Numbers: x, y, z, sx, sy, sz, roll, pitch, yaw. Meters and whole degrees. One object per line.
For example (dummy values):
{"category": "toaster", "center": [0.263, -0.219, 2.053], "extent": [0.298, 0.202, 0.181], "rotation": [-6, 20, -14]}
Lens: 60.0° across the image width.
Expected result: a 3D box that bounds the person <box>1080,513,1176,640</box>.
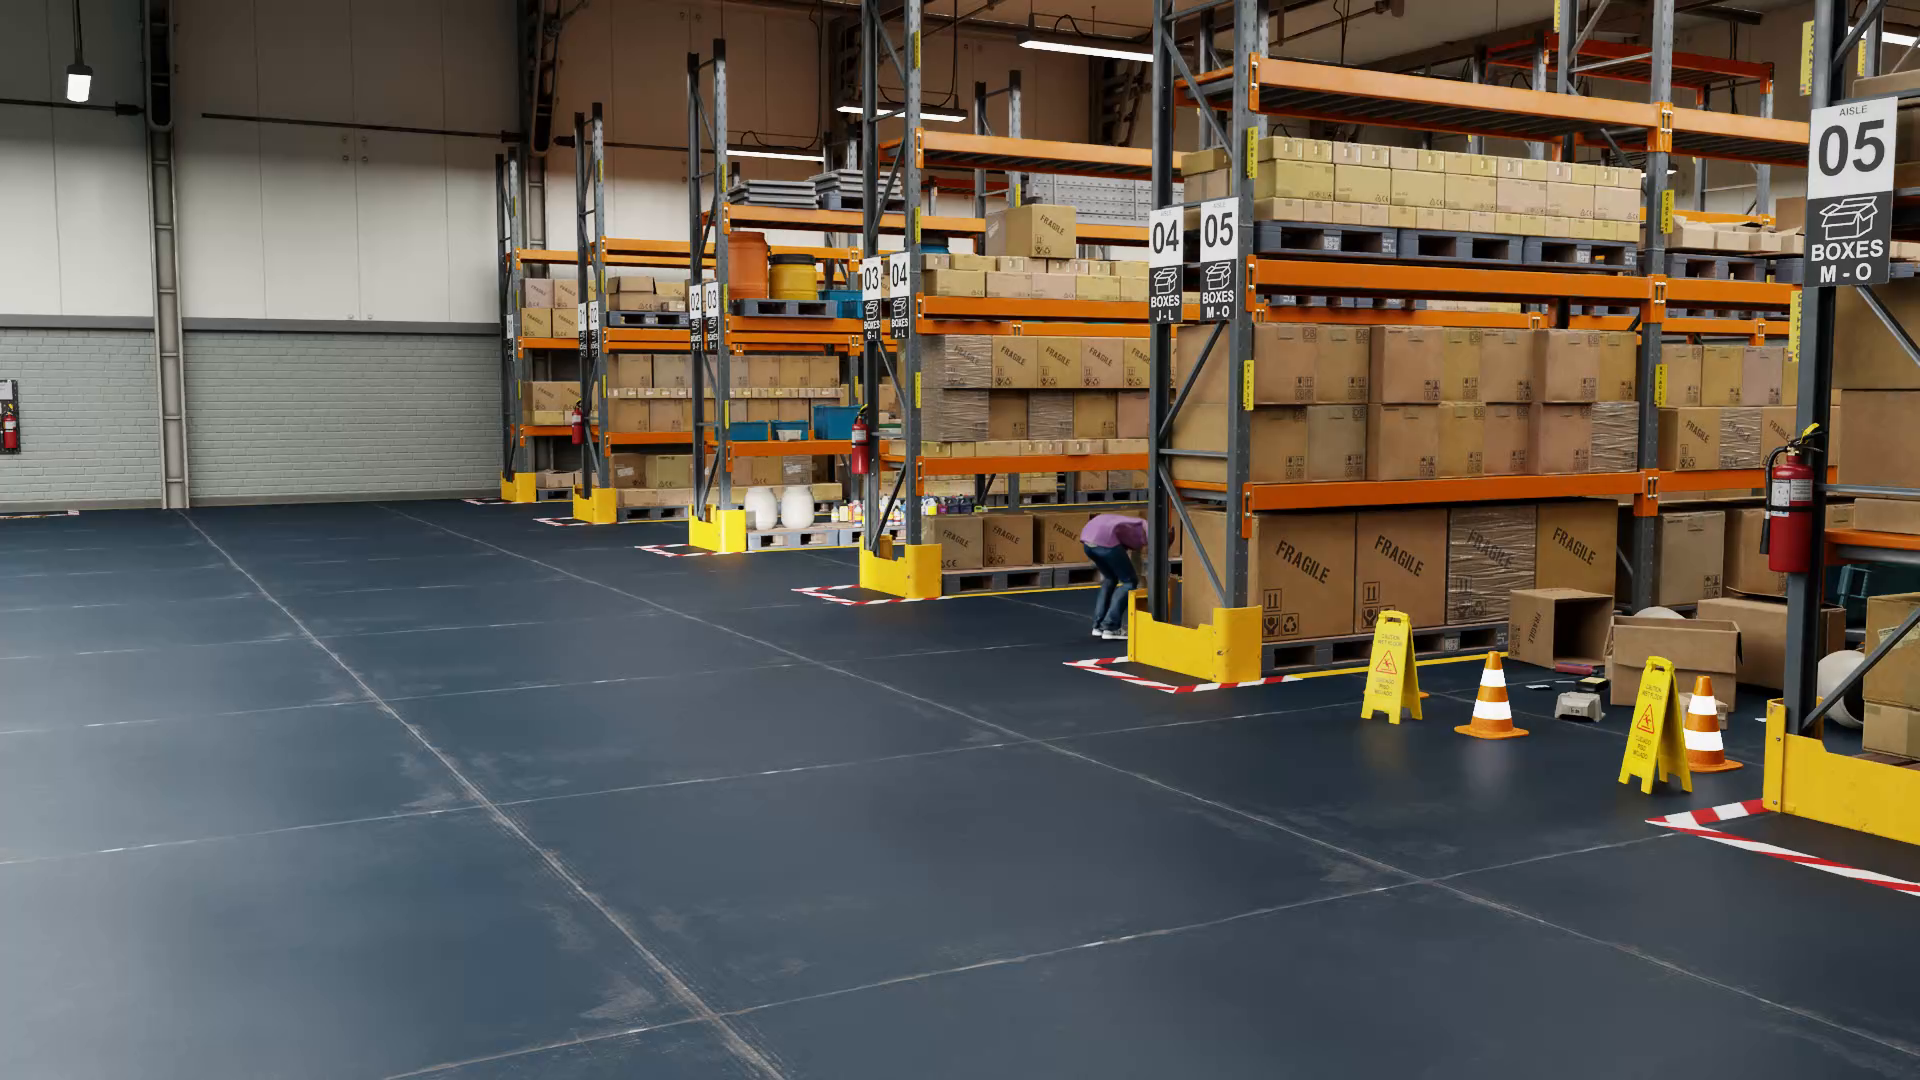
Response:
{"category": "person", "center": [1.341, 0.274, 13.107], "extent": [0.871, 0.980, 0.396], "rotation": [-3, 6, -31]}
